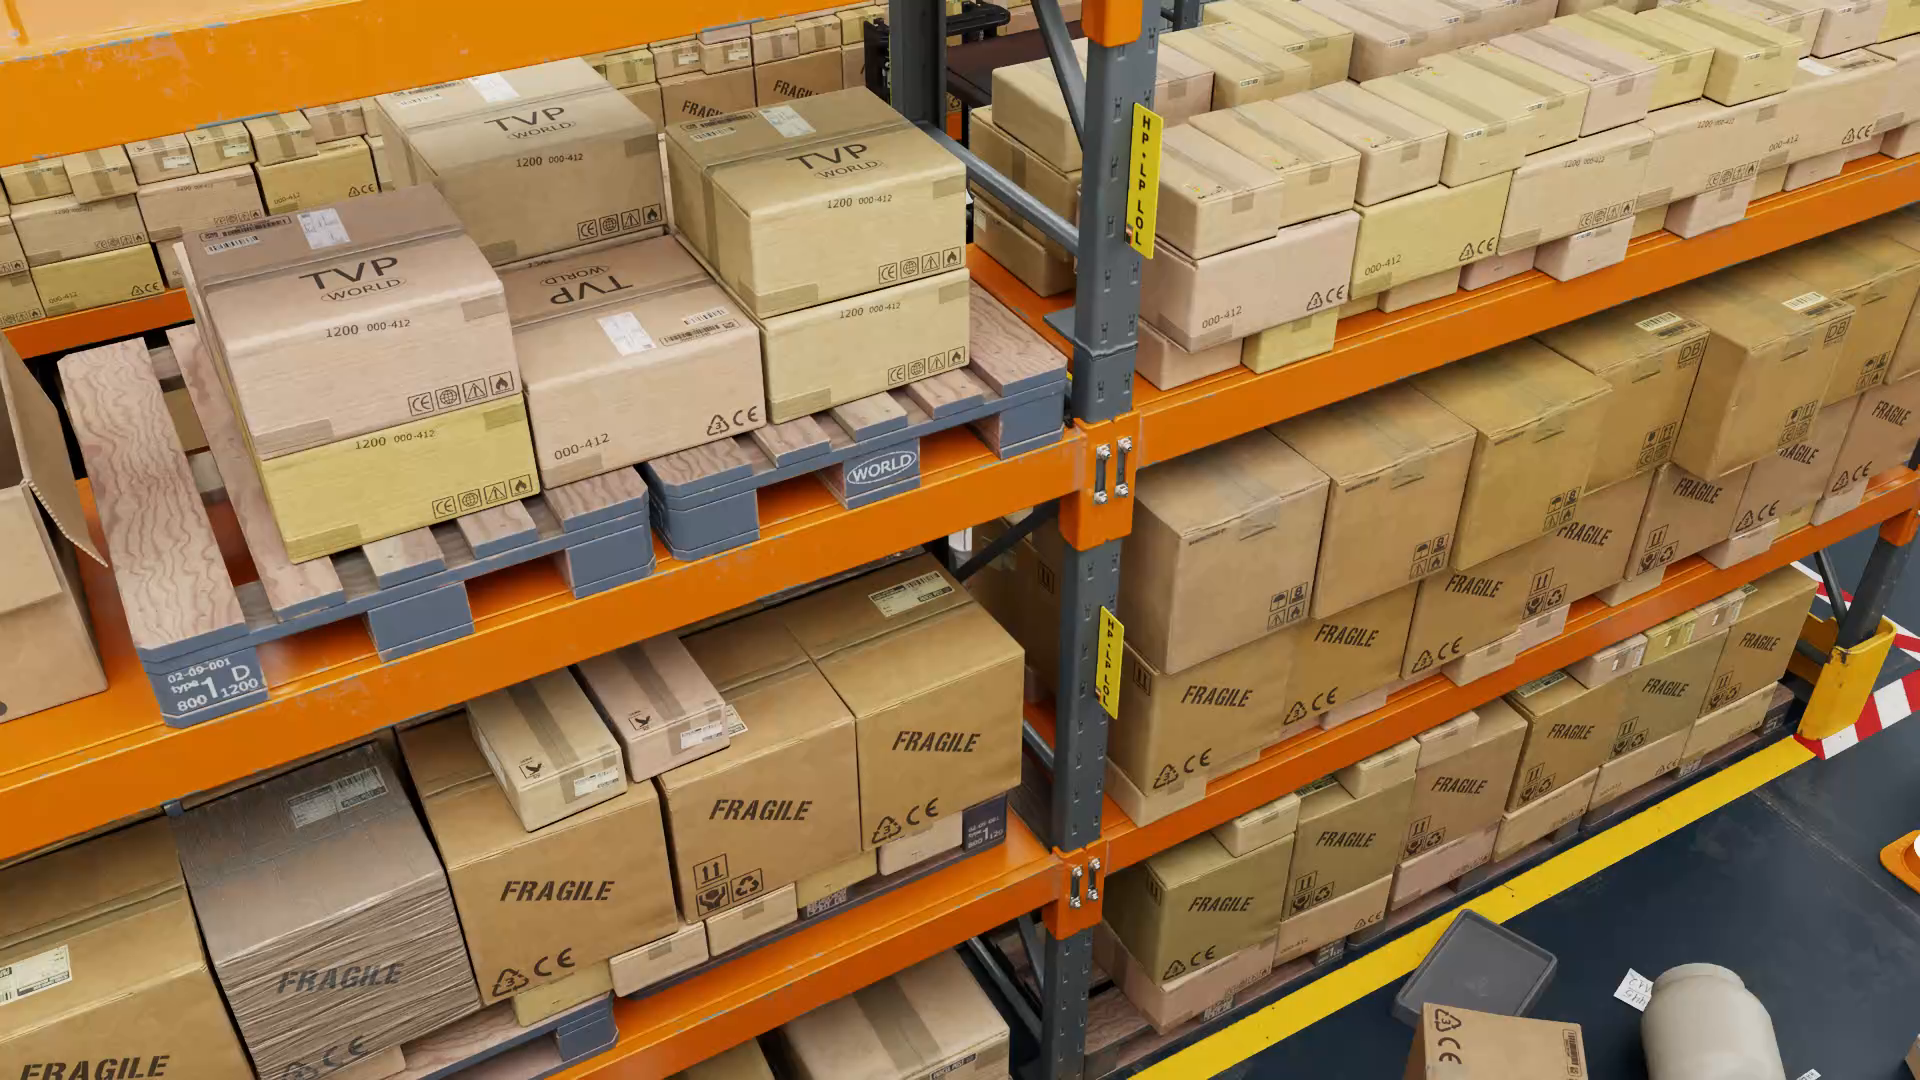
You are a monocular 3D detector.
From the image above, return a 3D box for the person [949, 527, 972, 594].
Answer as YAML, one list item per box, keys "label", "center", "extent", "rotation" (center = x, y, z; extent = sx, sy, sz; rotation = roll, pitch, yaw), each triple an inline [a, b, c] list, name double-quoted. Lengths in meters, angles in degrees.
- label: "person"
  center: [-0.009, -0.008, 6.918]
  extent: [0.523, 1.670, 0.575]
  rotation: [-20, 41, -24]
